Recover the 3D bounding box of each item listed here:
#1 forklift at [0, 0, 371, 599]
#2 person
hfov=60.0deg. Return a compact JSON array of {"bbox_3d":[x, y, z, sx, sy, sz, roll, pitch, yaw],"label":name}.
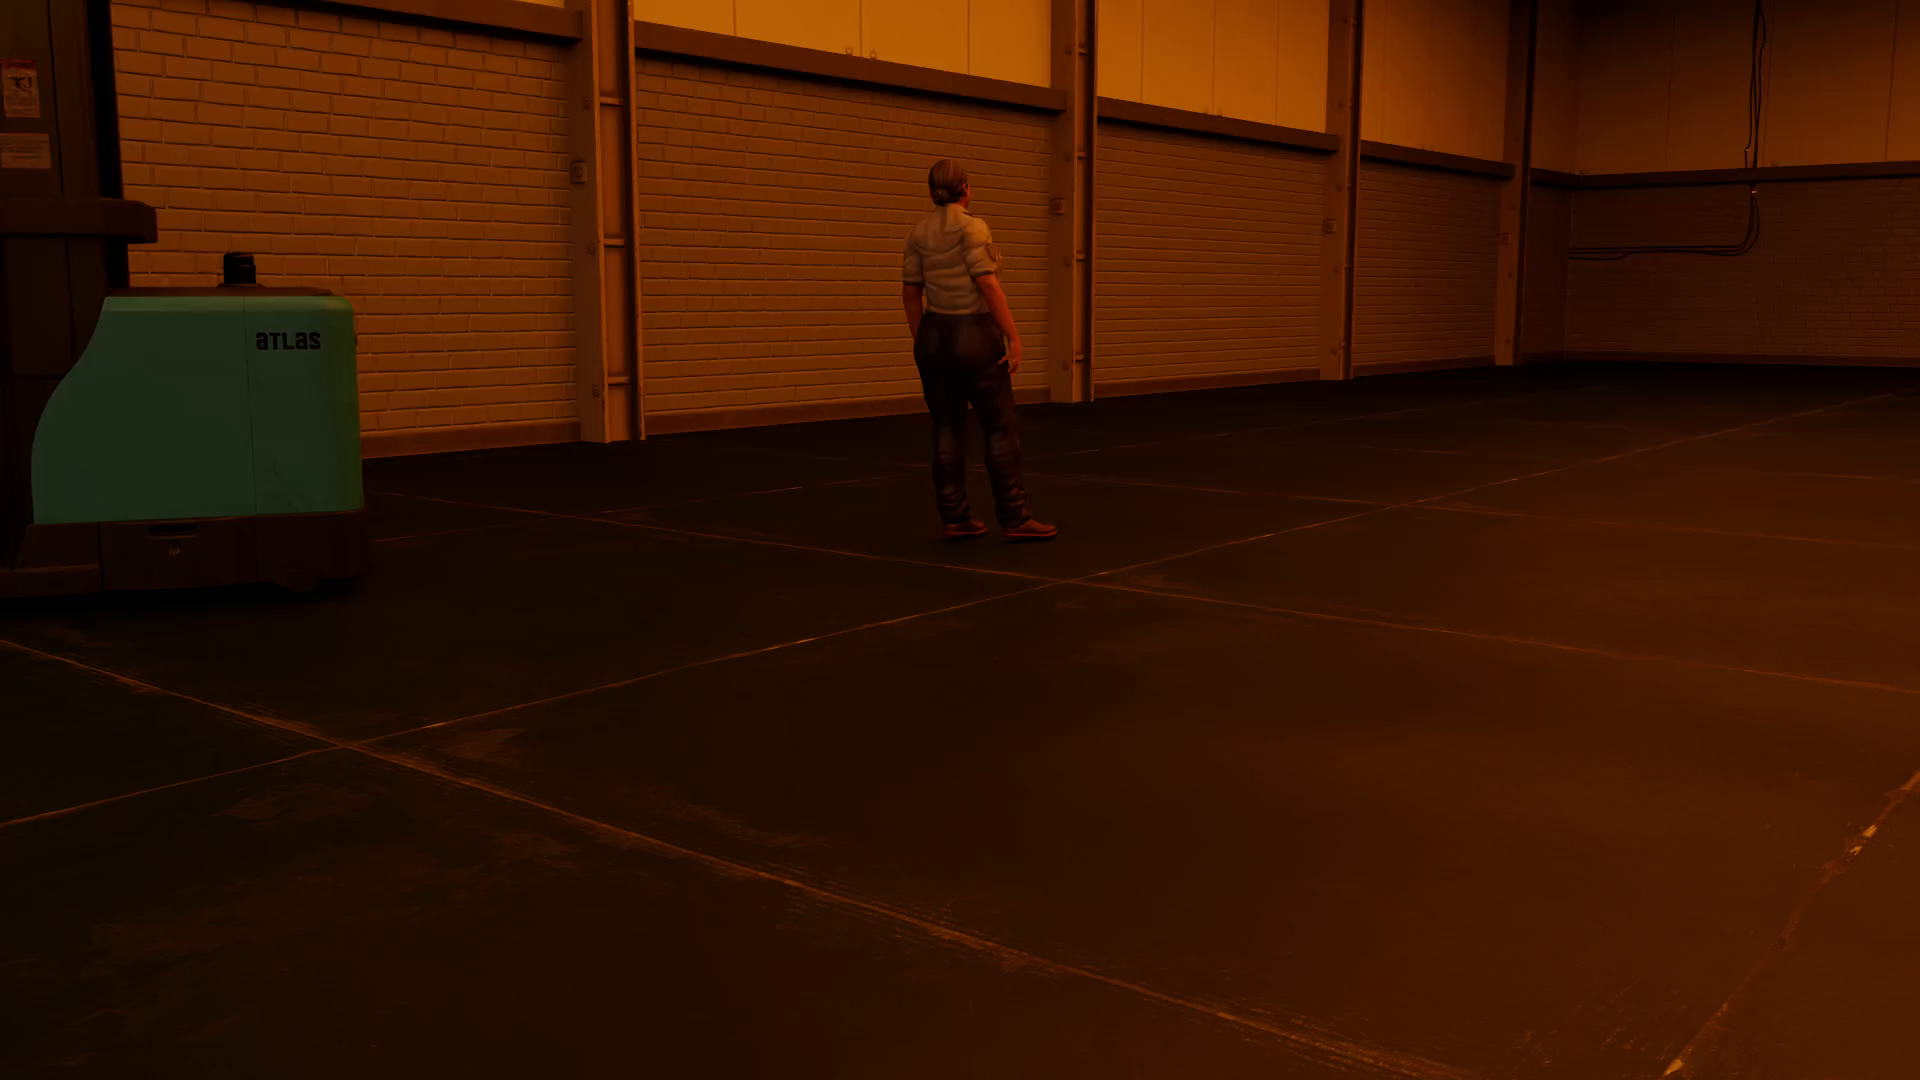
[{"bbox_3d":[-3.727,-1.240,5.757,3.031,2.935,1.130,-3,9,-20],"label":"forklift"},{"bbox_3d":[0.074,-0.831,7.339,0.598,1.651,0.503,7,11,38],"label":"person"}]
